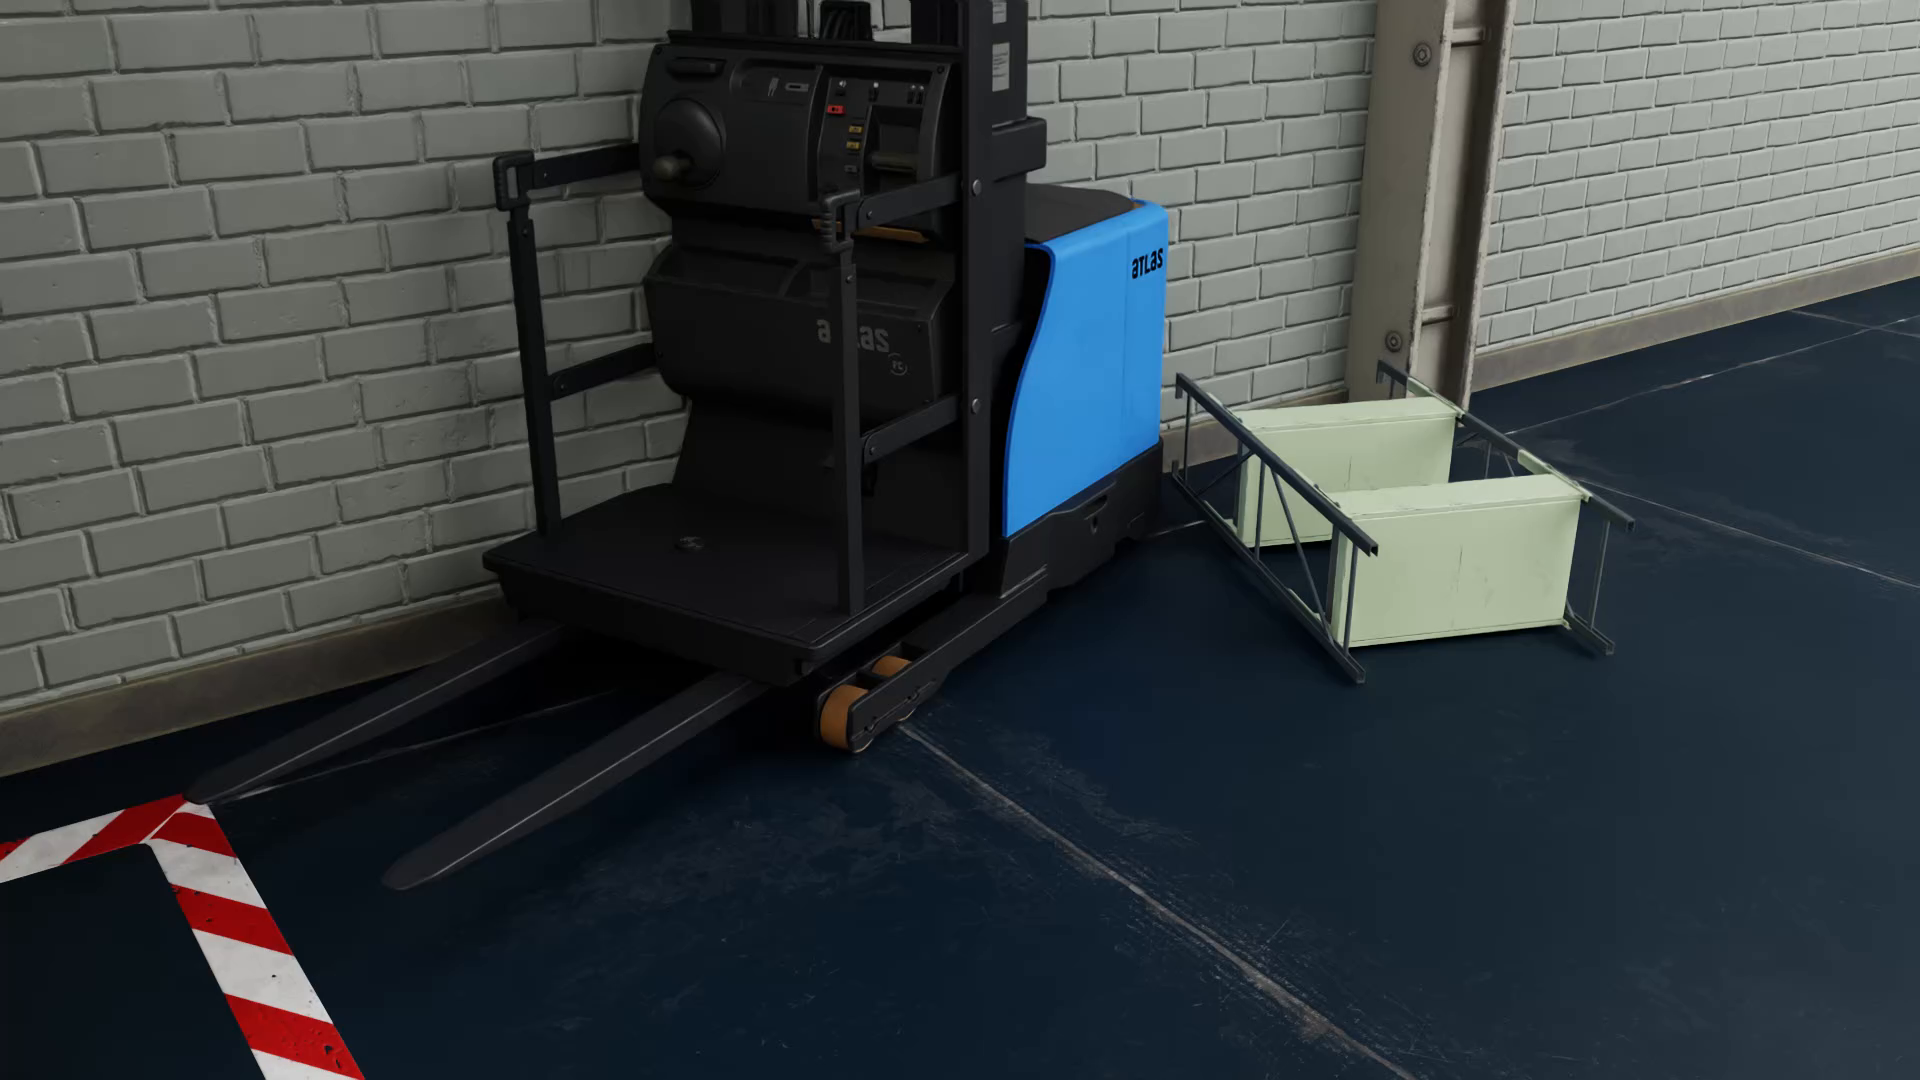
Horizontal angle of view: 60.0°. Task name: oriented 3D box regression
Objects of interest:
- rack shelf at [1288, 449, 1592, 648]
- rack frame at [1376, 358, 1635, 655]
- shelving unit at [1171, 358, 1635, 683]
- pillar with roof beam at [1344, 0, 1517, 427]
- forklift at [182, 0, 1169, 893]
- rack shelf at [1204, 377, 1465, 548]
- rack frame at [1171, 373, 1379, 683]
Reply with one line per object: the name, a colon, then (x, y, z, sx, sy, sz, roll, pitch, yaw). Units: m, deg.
rack shelf: (1.342, 0.025, 4.727, 0.720, 0.431, 0.370, -5, 24, -11)
rack frame: (1.616, -0.157, 5.149, 0.023, 0.400, 1.500, -5, 24, -11)
shelving unit: (1.259, -0.124, 5.078, 0.755, 0.431, 1.500, -5, 24, -11)
pillar with roof beam: (4.258, -3.340, 1.624, 0.400, 9.000, 9.100, -15, 26, -33)
forklift: (-0.544, -1.035, 4.035, 1.130, 2.935, 3.031, 13, 25, 29)
rack shelf: (1.189, -0.249, 5.371, 0.720, 0.431, 0.370, -5, 24, -11)
rack frame: (0.901, -0.092, 5.007, 0.023, 0.400, 1.500, -5, 24, -11)
